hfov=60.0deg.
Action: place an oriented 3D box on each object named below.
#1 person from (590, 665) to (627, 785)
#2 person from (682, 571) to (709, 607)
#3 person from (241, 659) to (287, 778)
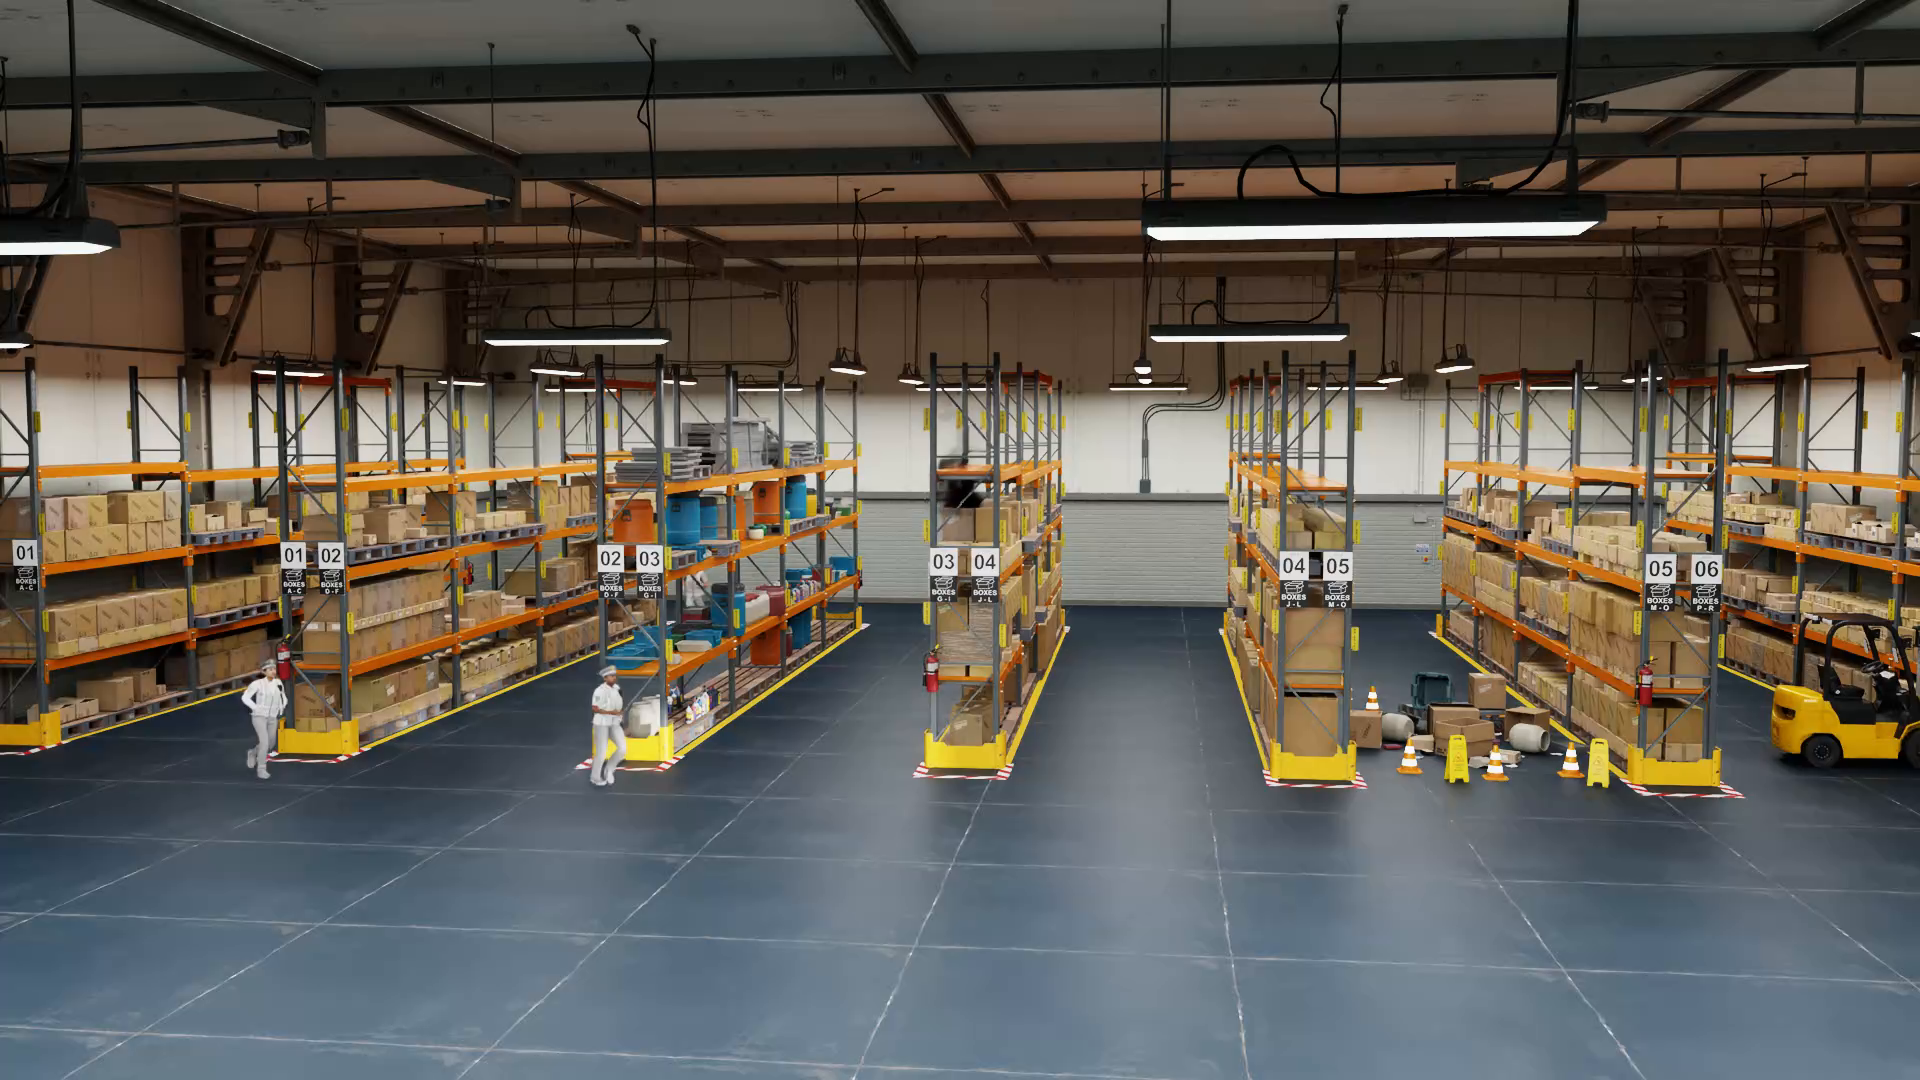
[{"bbox_3d":[-4.791,2.552,22.905,0.623,1.668,0.608,4,6,43],"label":"person"},{"bbox_3d":[-6.213,1.349,38.947,0.671,1.802,0.999,0,4,1],"label":"person"},{"bbox_3d":[-9.903,2.521,23.691,0.646,1.660,0.657,3,5,39],"label":"person"}]
